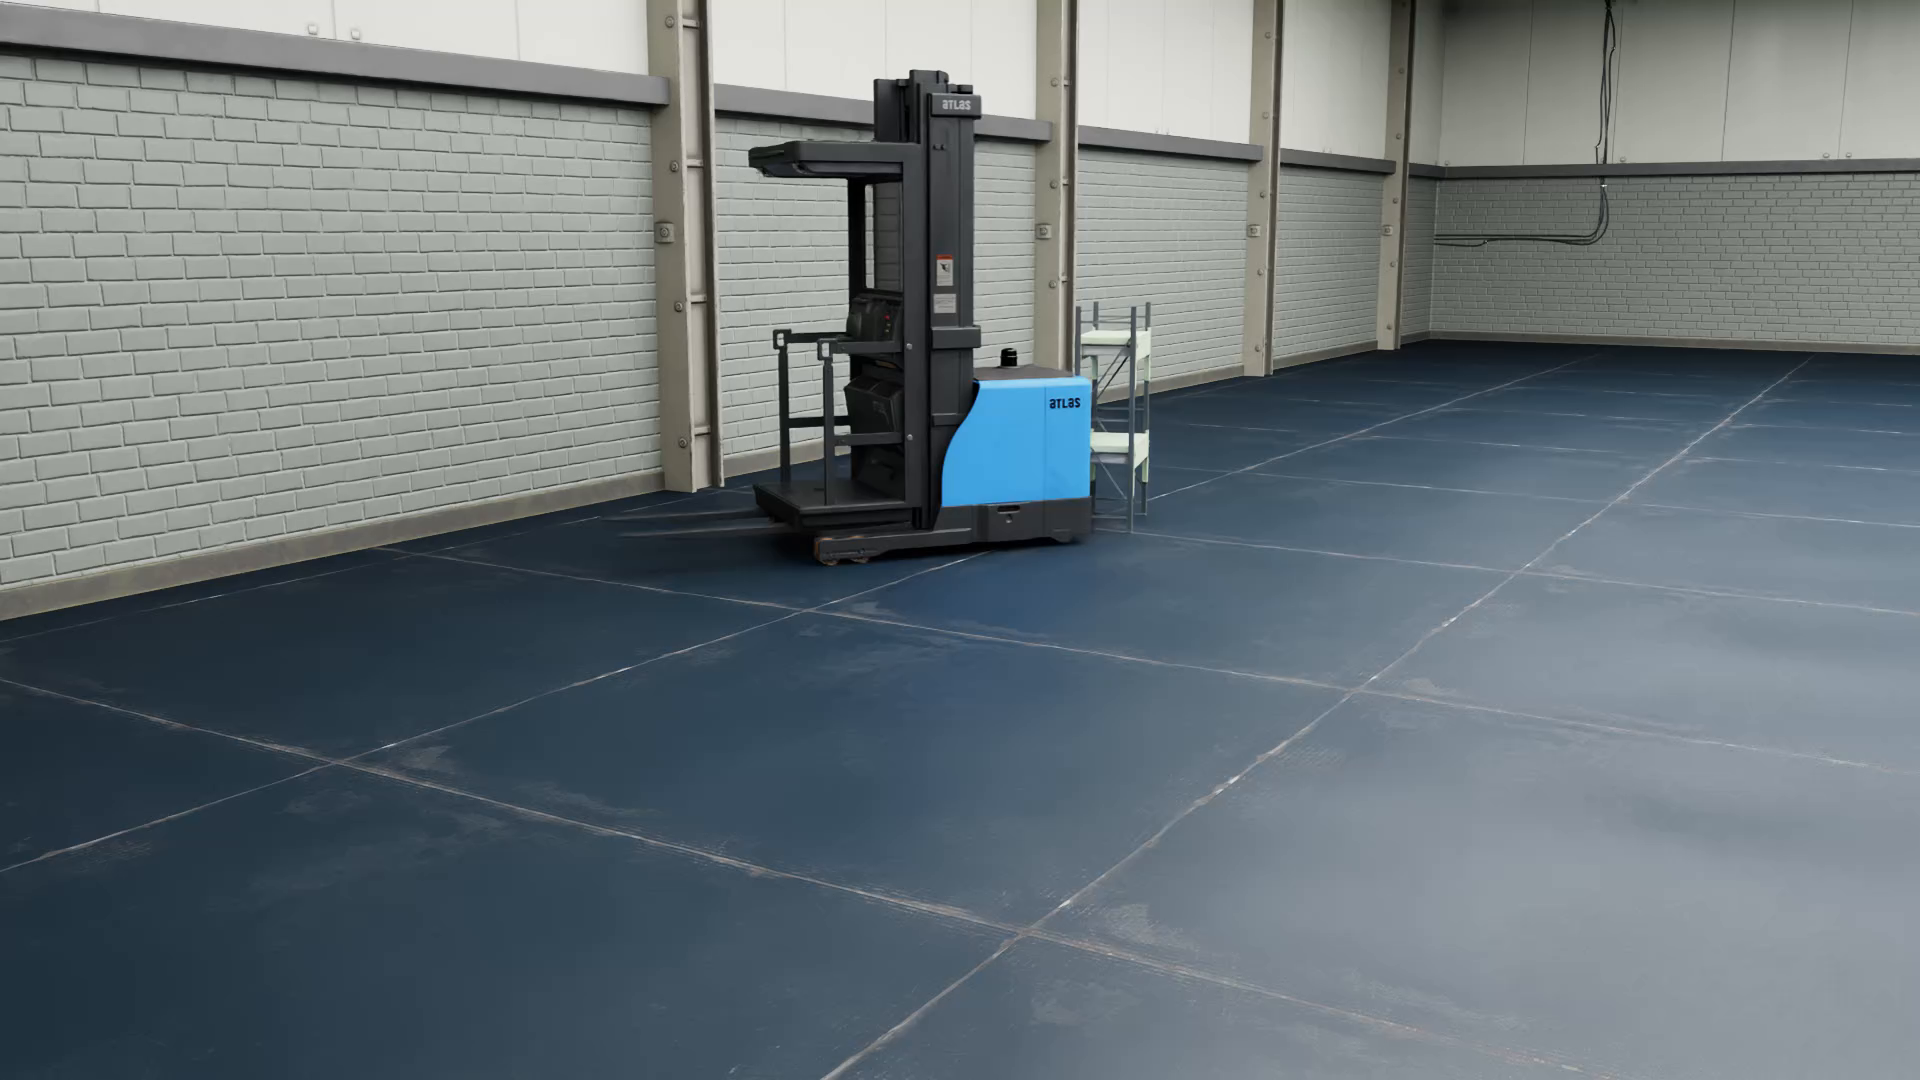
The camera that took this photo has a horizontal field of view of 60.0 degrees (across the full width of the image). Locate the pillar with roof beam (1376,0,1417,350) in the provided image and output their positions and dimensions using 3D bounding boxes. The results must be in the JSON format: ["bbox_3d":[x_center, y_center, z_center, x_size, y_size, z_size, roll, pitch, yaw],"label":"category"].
[{"bbox_3d":[10.930,-7.254,25.162,9.100,9.000,0.400,6,12,31],"label":"pillar with roof beam"}]

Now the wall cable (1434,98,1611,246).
[{"bbox_3d":[9.911,-6.476,29.445,3.097,2.526,0.112,6,12,31],"label":"wall cable"}]

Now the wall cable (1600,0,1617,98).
[{"bbox_3d":[12.223,-8.700,27.600,3.097,2.526,0.112,6,12,31],"label":"wall cable"}]

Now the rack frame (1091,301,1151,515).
[{"bbox_3d":[1.130,-0.922,11.719,0.400,1.500,0.023,3,11,13],"label":"rack frame"}]

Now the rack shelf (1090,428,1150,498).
[{"bbox_3d":[1.043,-0.536,11.429,0.431,0.370,0.720,3,11,13],"label":"rack shelf"}]

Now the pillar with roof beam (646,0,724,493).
[{"bbox_3d":[1.585,-4.423,10.041,9.100,9.000,0.400,6,12,31],"label":"pillar with roof beam"}]

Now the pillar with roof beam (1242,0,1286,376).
[{"bbox_3d":[7.815,-6.310,20.122,9.100,9.000,0.400,6,12,31],"label":"pillar with roof beam"}]

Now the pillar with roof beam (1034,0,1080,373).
[{"bbox_3d":[4.700,-5.367,15.081,9.100,9.000,0.400,6,12,31],"label":"pillar with roof beam"}]

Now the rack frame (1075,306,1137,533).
[{"bbox_3d":[0.956,-0.791,11.020,0.400,1.500,0.023,3,11,13],"label":"rack frame"}]

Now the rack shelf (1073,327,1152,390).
[{"bbox_3d":[1.043,-1.240,11.298,0.431,0.370,0.720,3,11,13],"label":"rack shelf"}]

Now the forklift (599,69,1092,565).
[{"bbox_3d":[-0.719,-1.399,10.376,3.031,2.935,1.130,-4,11,-21],"label":"forklift"}]

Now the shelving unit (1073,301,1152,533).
[{"bbox_3d":[1.043,-0.857,11.369,0.431,1.500,0.755,3,11,13],"label":"shelving unit"}]
